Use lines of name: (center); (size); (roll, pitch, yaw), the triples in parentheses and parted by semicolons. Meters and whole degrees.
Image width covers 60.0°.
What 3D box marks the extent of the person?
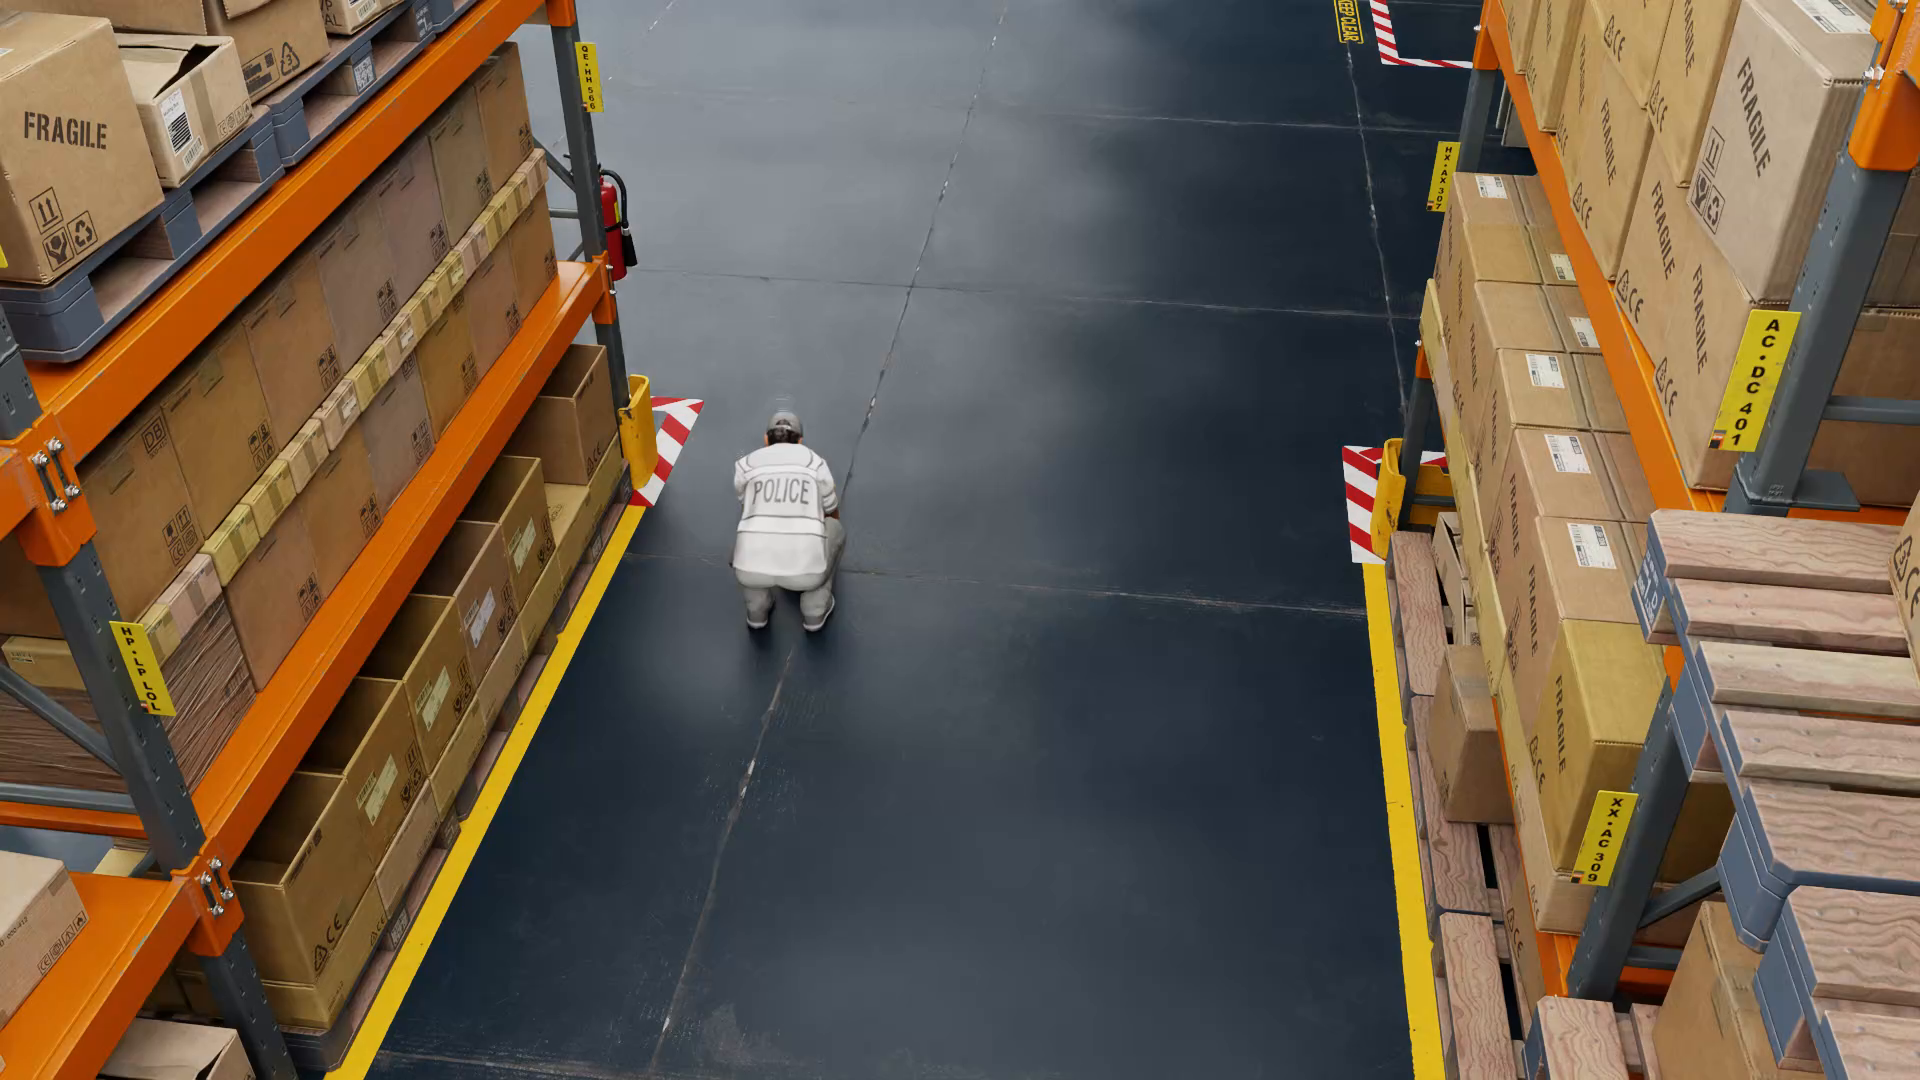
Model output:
person: (-0.813, -0.056, 7.820); (0.525, 0.838, 0.866); (4, 37, 5)
